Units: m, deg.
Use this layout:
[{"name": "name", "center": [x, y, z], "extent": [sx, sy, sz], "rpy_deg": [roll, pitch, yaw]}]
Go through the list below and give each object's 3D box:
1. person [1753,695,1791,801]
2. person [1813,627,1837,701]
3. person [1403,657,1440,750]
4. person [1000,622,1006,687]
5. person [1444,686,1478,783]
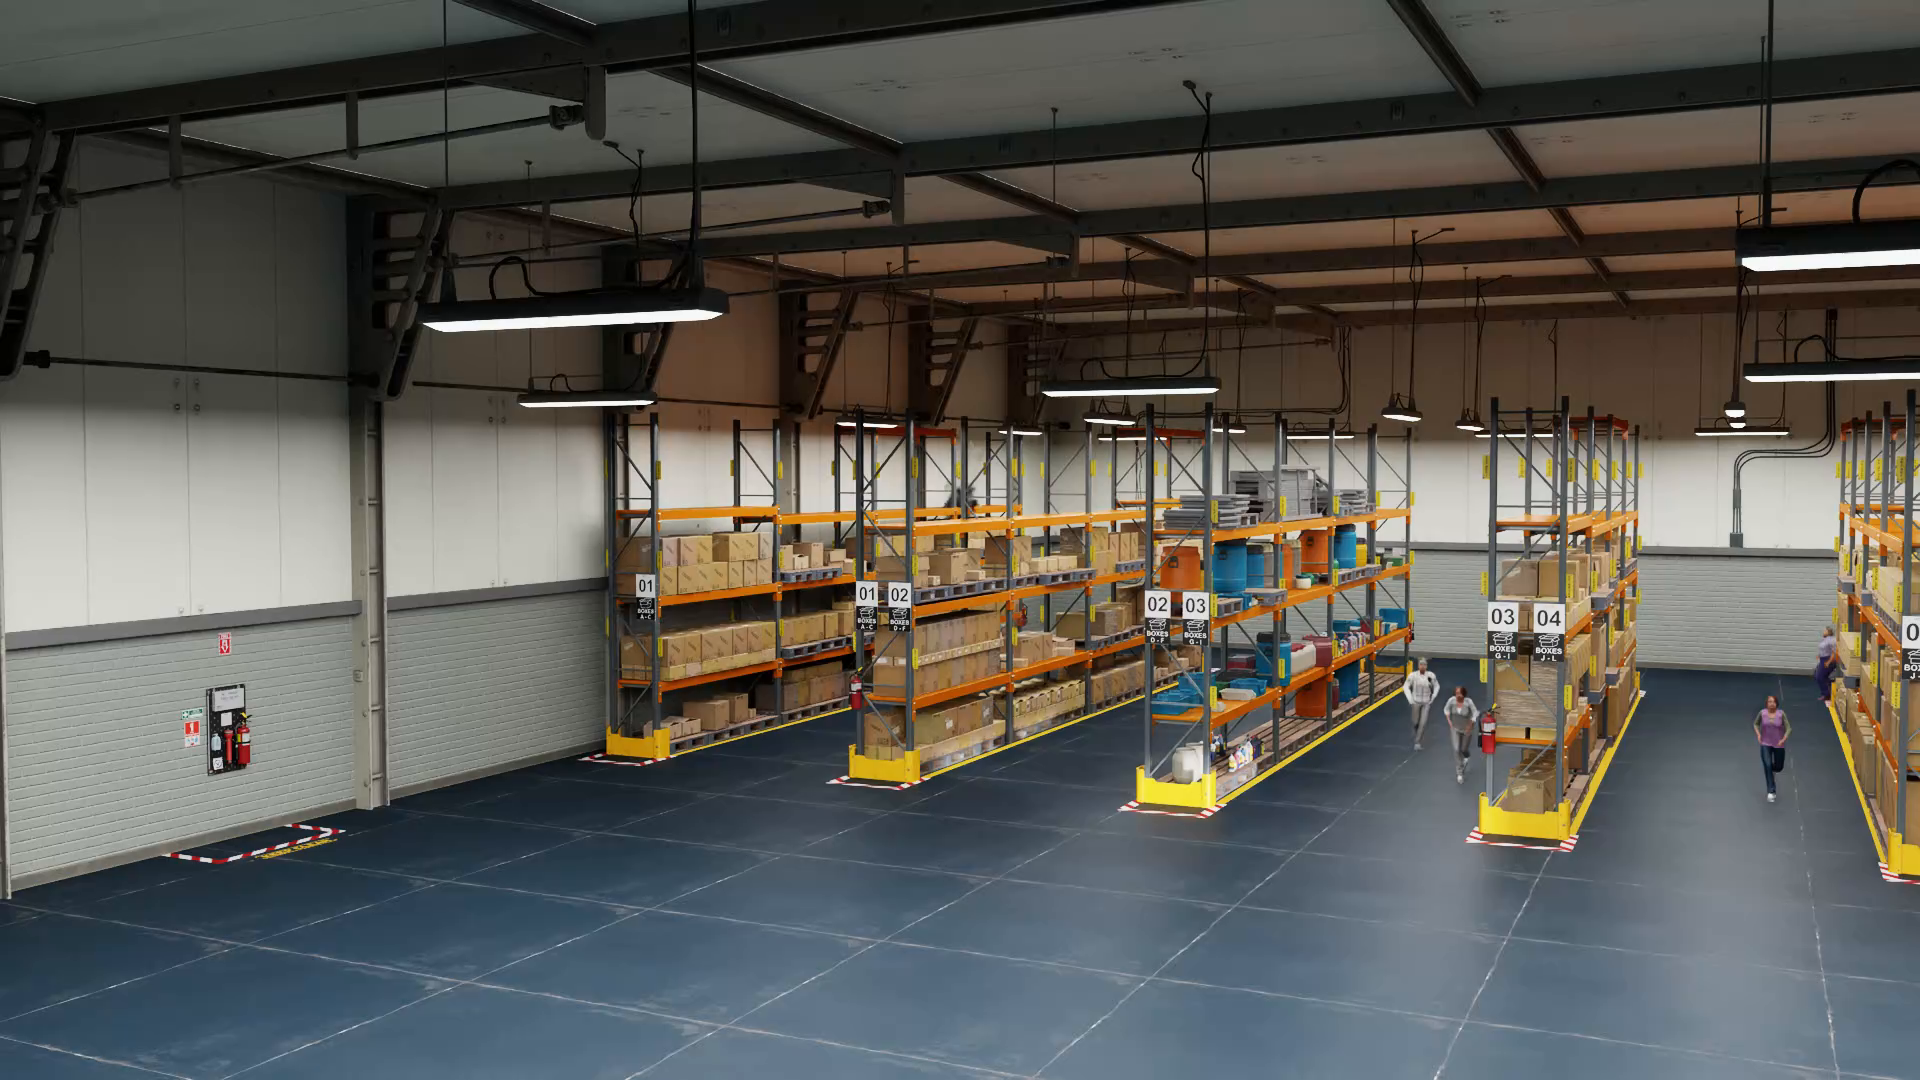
[{"name": "person", "center": [12.462, 3.168, 25.520], "extent": [0.520, 1.580, 0.925], "rpy_deg": [1, 3, 20]}, {"name": "person", "center": [18.896, 2.690, 36.183], "extent": [0.532, 1.620, 0.638], "rpy_deg": [1, 2, 14]}, {"name": "person", "center": [8.337, 2.922, 30.030], "extent": [0.640, 1.665, 0.613], "rpy_deg": [1, 2, 12]}, {"name": "person", "center": [0.981, 2.650, 35.522], "extent": [0.693, 1.833, 0.937], "rpy_deg": [1, 3, 22]}, {"name": "person", "center": [8.135, 3.108, 26.960], "extent": [0.547, 1.573, 0.850], "rpy_deg": [1, 3, 27]}]
